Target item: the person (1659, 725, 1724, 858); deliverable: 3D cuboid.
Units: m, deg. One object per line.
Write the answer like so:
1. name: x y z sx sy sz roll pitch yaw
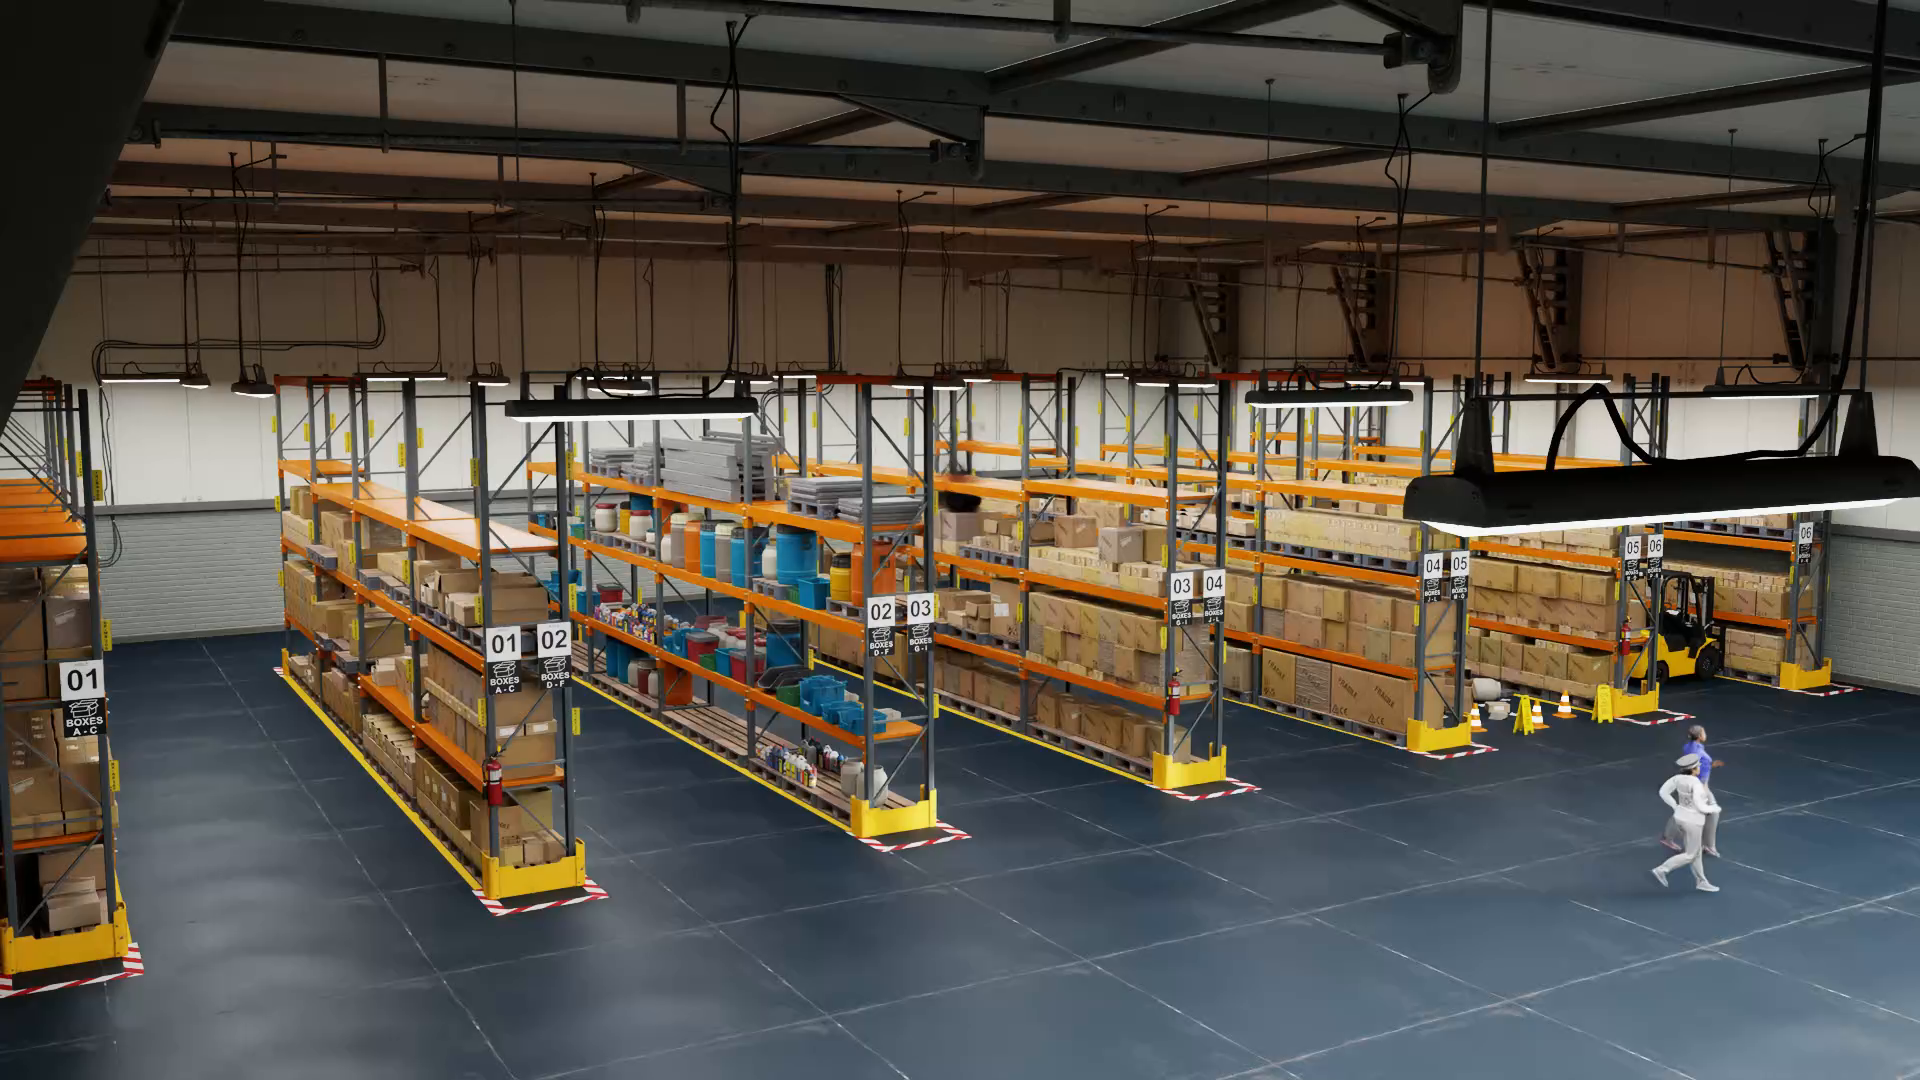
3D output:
1. person: 9.331 3.202 21.149 0.777 1.710 0.547 -1 6 -7

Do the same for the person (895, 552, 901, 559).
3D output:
1. person: -1.667 1.086 40.514 0.756 1.646 0.540 3 7 23

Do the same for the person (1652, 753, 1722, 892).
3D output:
1. person: 8.571 3.347 19.599 0.901 1.693 0.616 -1 6 -9
